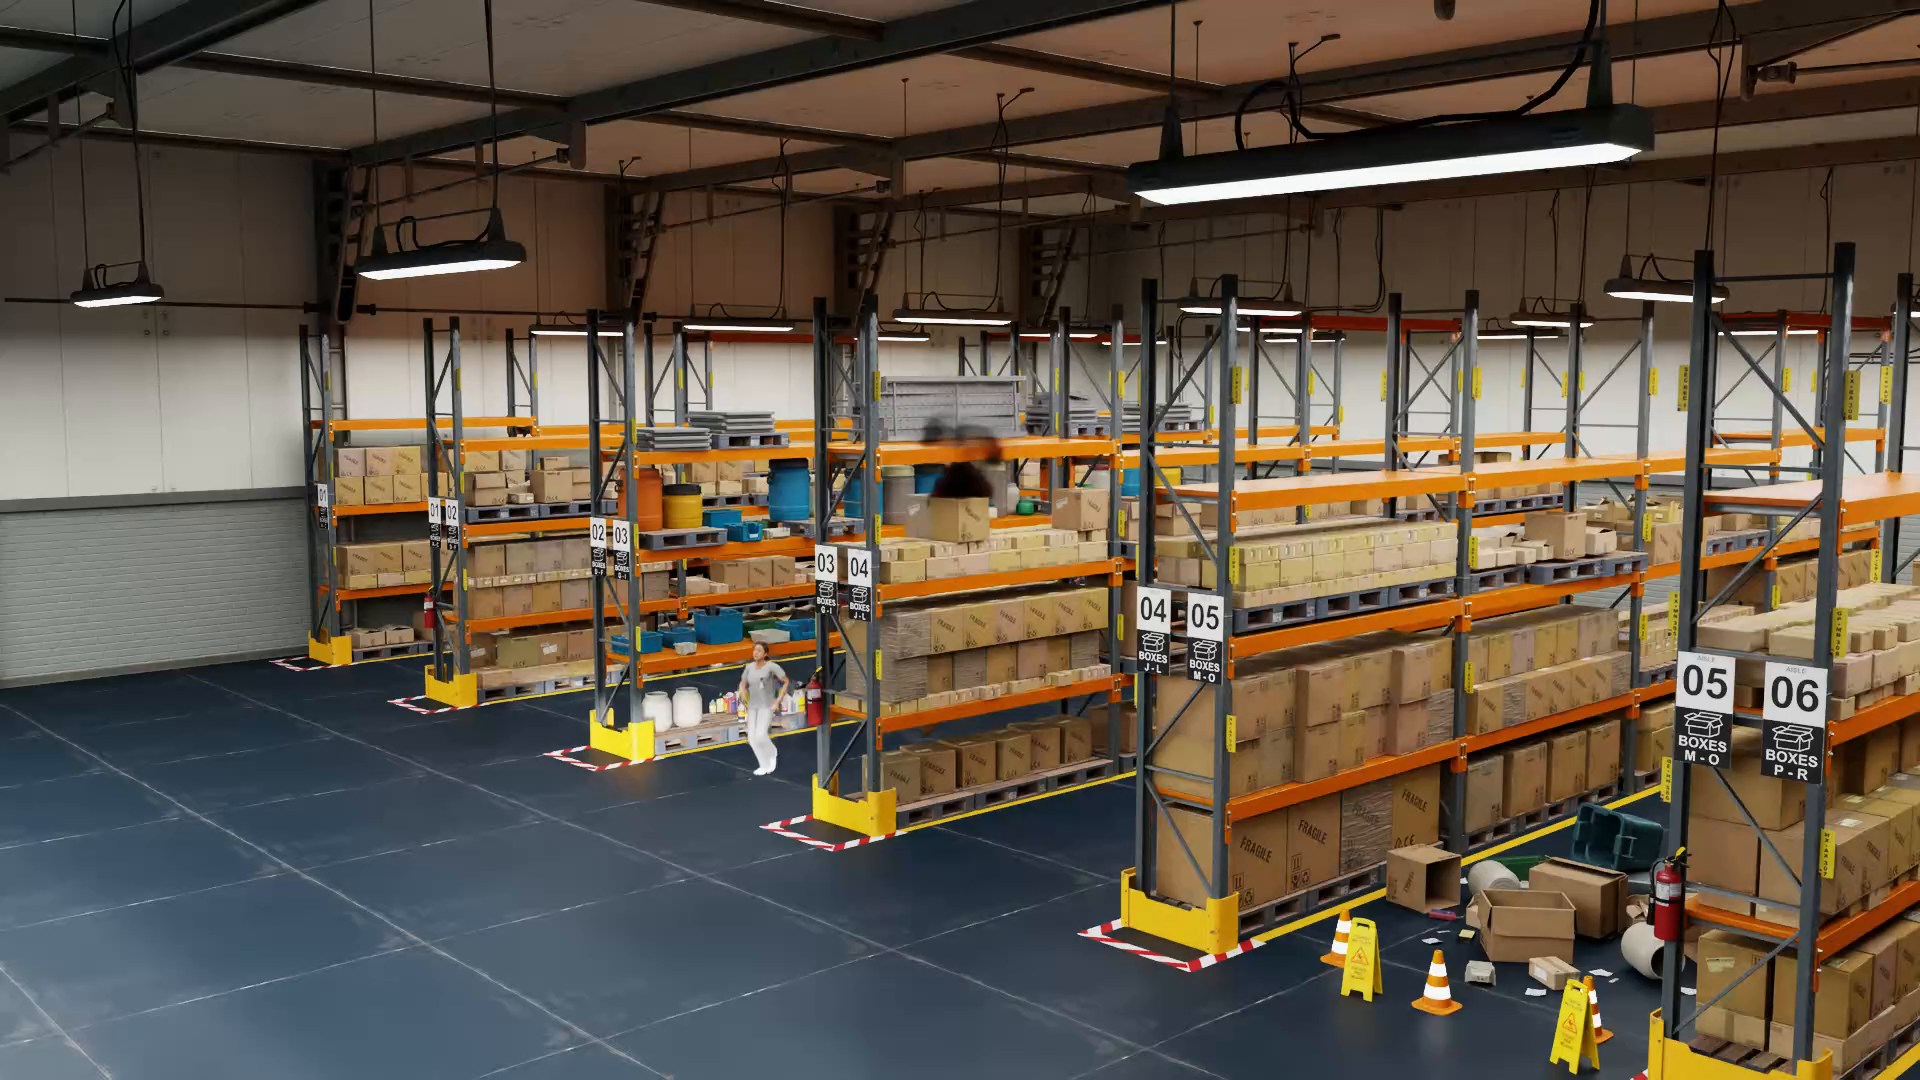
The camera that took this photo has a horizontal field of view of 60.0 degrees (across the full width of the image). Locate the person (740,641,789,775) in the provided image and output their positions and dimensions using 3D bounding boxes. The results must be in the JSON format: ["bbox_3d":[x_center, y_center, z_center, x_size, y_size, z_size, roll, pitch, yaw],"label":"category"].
[{"bbox_3d":[-2.421,2.043,20.134,0.624,1.635,0.487,2,6,22],"label":"person"}]

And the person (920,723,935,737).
[{"bbox_3d":[-0.524,1.756,22.425,0.640,1.803,0.662,4,7,36],"label":"person"}]
